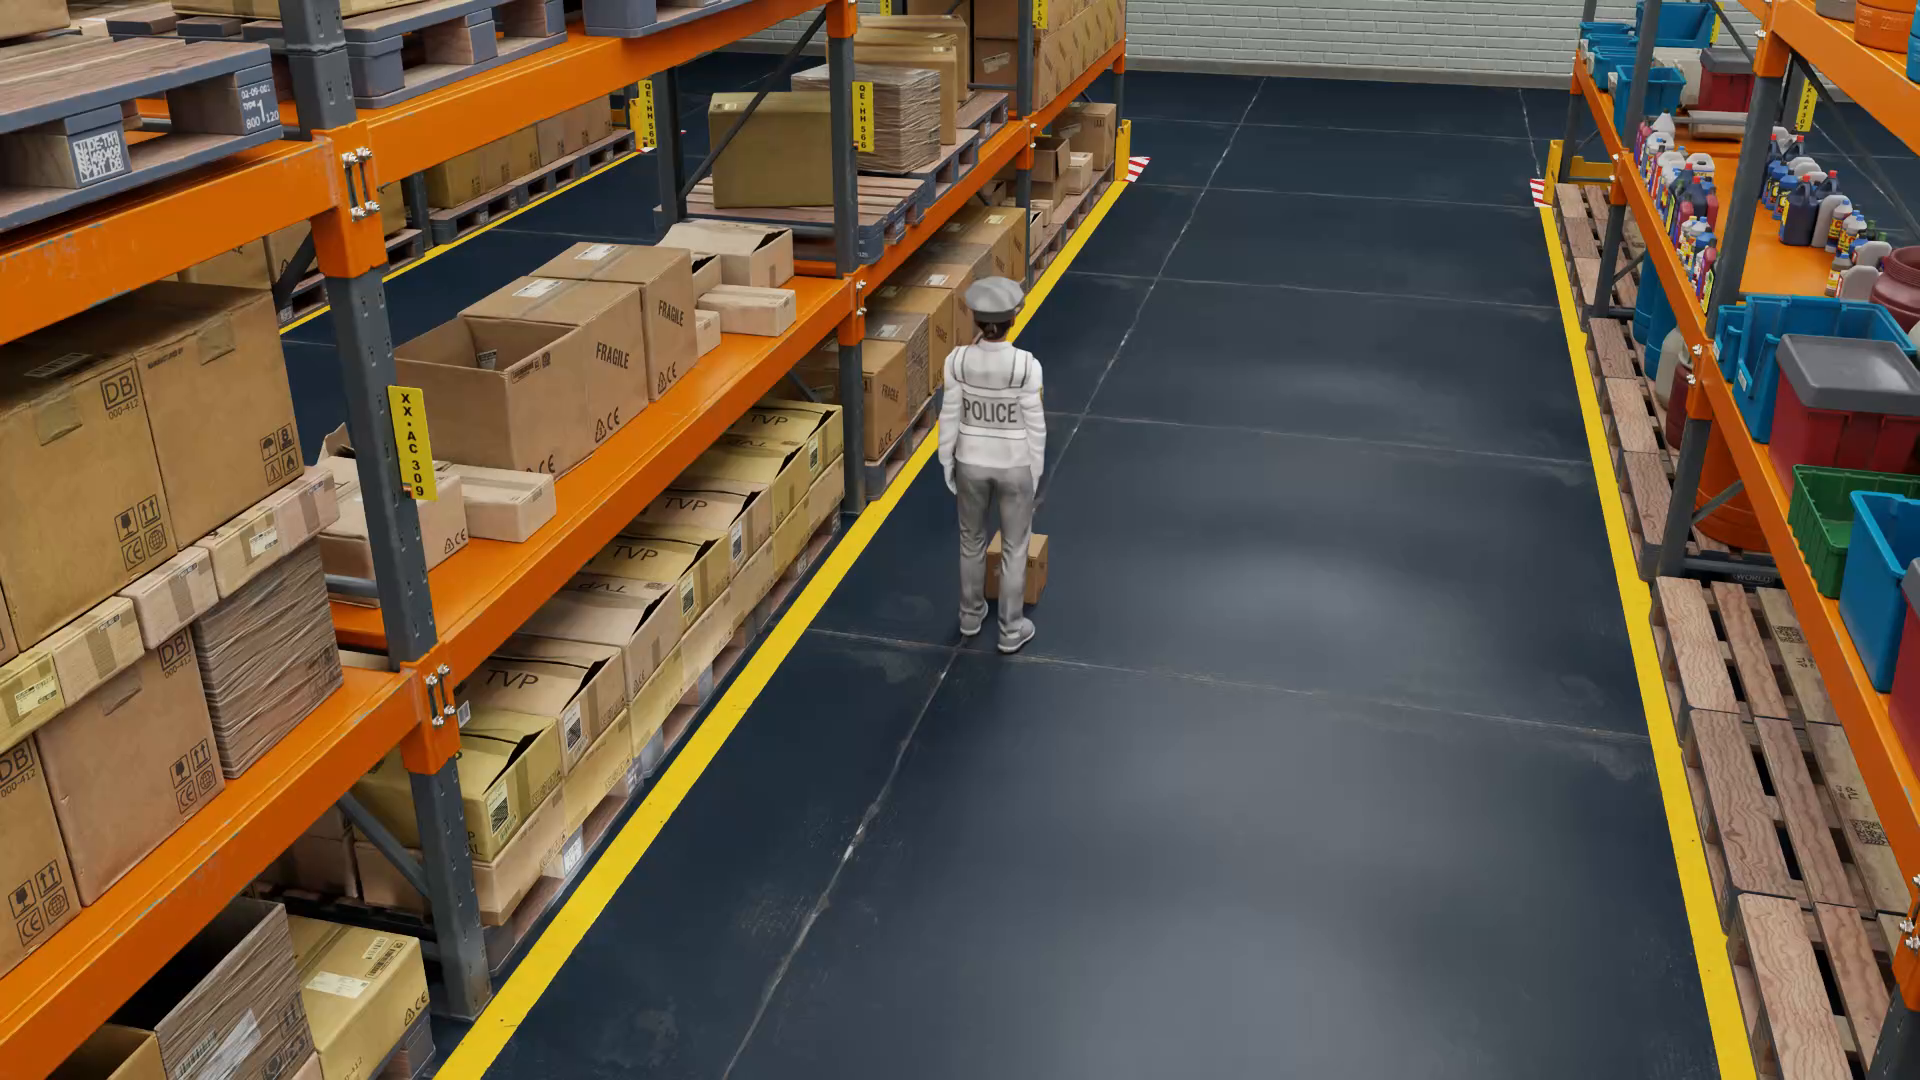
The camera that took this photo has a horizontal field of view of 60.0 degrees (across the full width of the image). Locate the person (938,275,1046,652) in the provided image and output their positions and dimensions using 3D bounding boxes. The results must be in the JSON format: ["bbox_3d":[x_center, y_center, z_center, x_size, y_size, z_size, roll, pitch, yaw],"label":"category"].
[{"bbox_3d":[0.150,-0.336,7.295,0.481,1.679,0.403,6,26,13],"label":"person"}]
